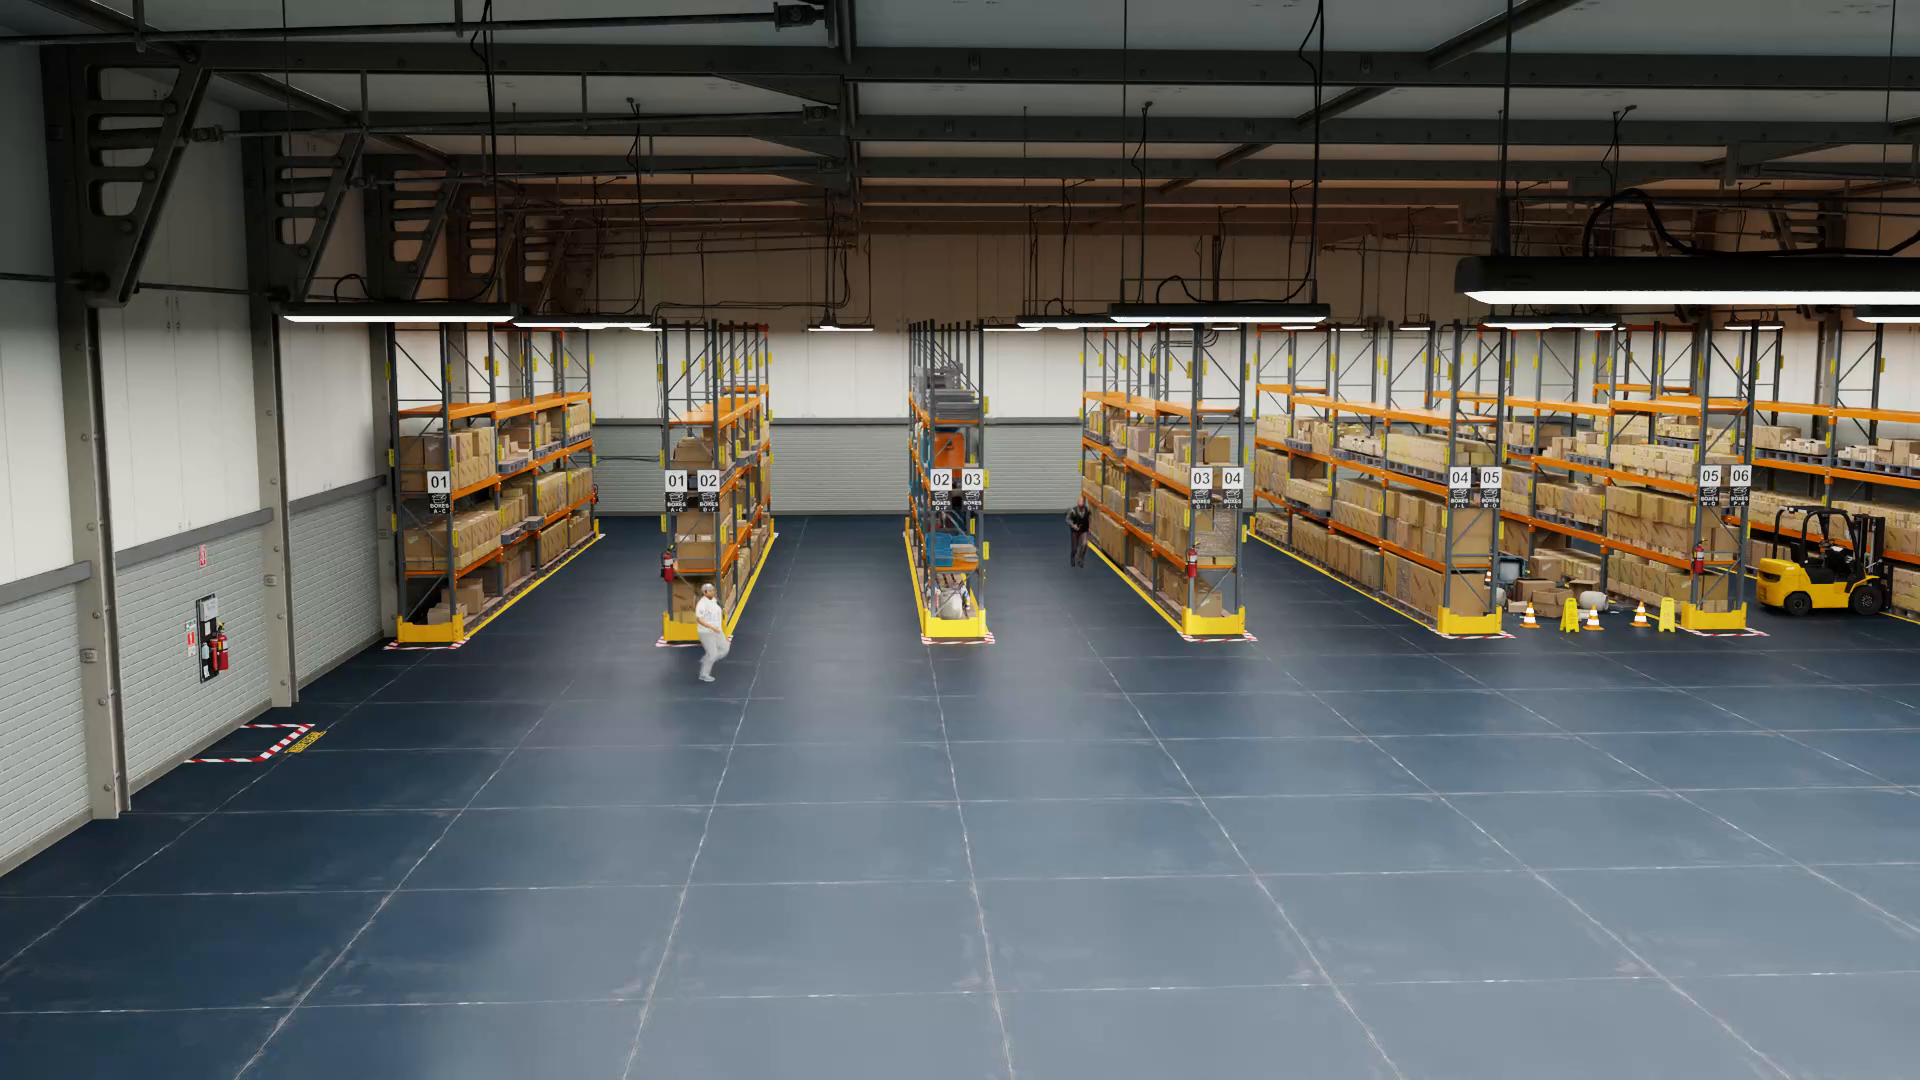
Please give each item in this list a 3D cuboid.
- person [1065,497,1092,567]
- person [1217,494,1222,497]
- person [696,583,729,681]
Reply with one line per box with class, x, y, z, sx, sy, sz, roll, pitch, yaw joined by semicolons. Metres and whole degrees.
person;2.829;-0.173;39.486;0.682;1.703;0.931;-1;7;-12
person;7.233;-0.843;46.013;0.732;1.796;0.938;0;7;1
person;-4.117;1.524;27.579;0.503;1.632;0.602;3;8;22
